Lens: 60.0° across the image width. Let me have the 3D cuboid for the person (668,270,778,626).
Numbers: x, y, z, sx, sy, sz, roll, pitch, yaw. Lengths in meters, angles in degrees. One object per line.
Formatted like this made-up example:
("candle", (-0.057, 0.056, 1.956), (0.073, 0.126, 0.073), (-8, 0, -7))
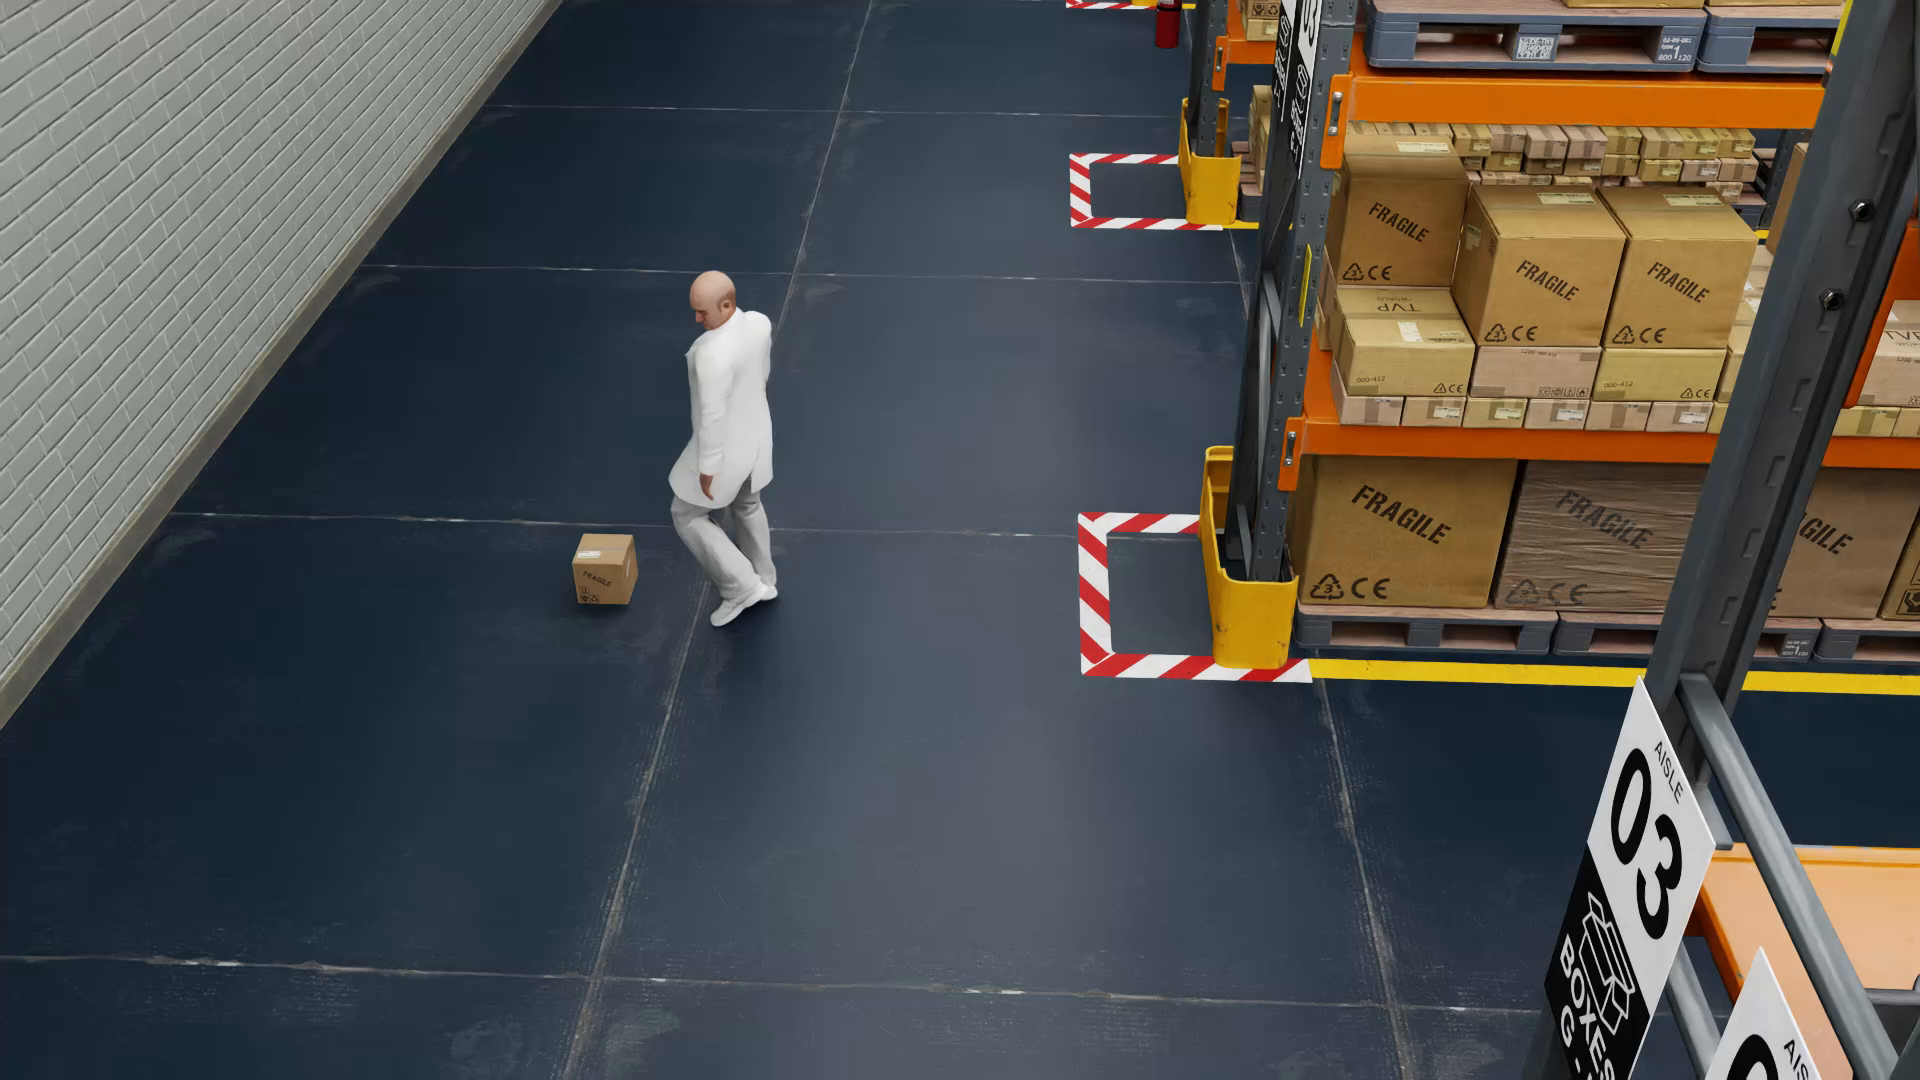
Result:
("person", (-1.059, -0.438, 7.723), (0.499, 1.793, 0.657), (19, 40, 25))
